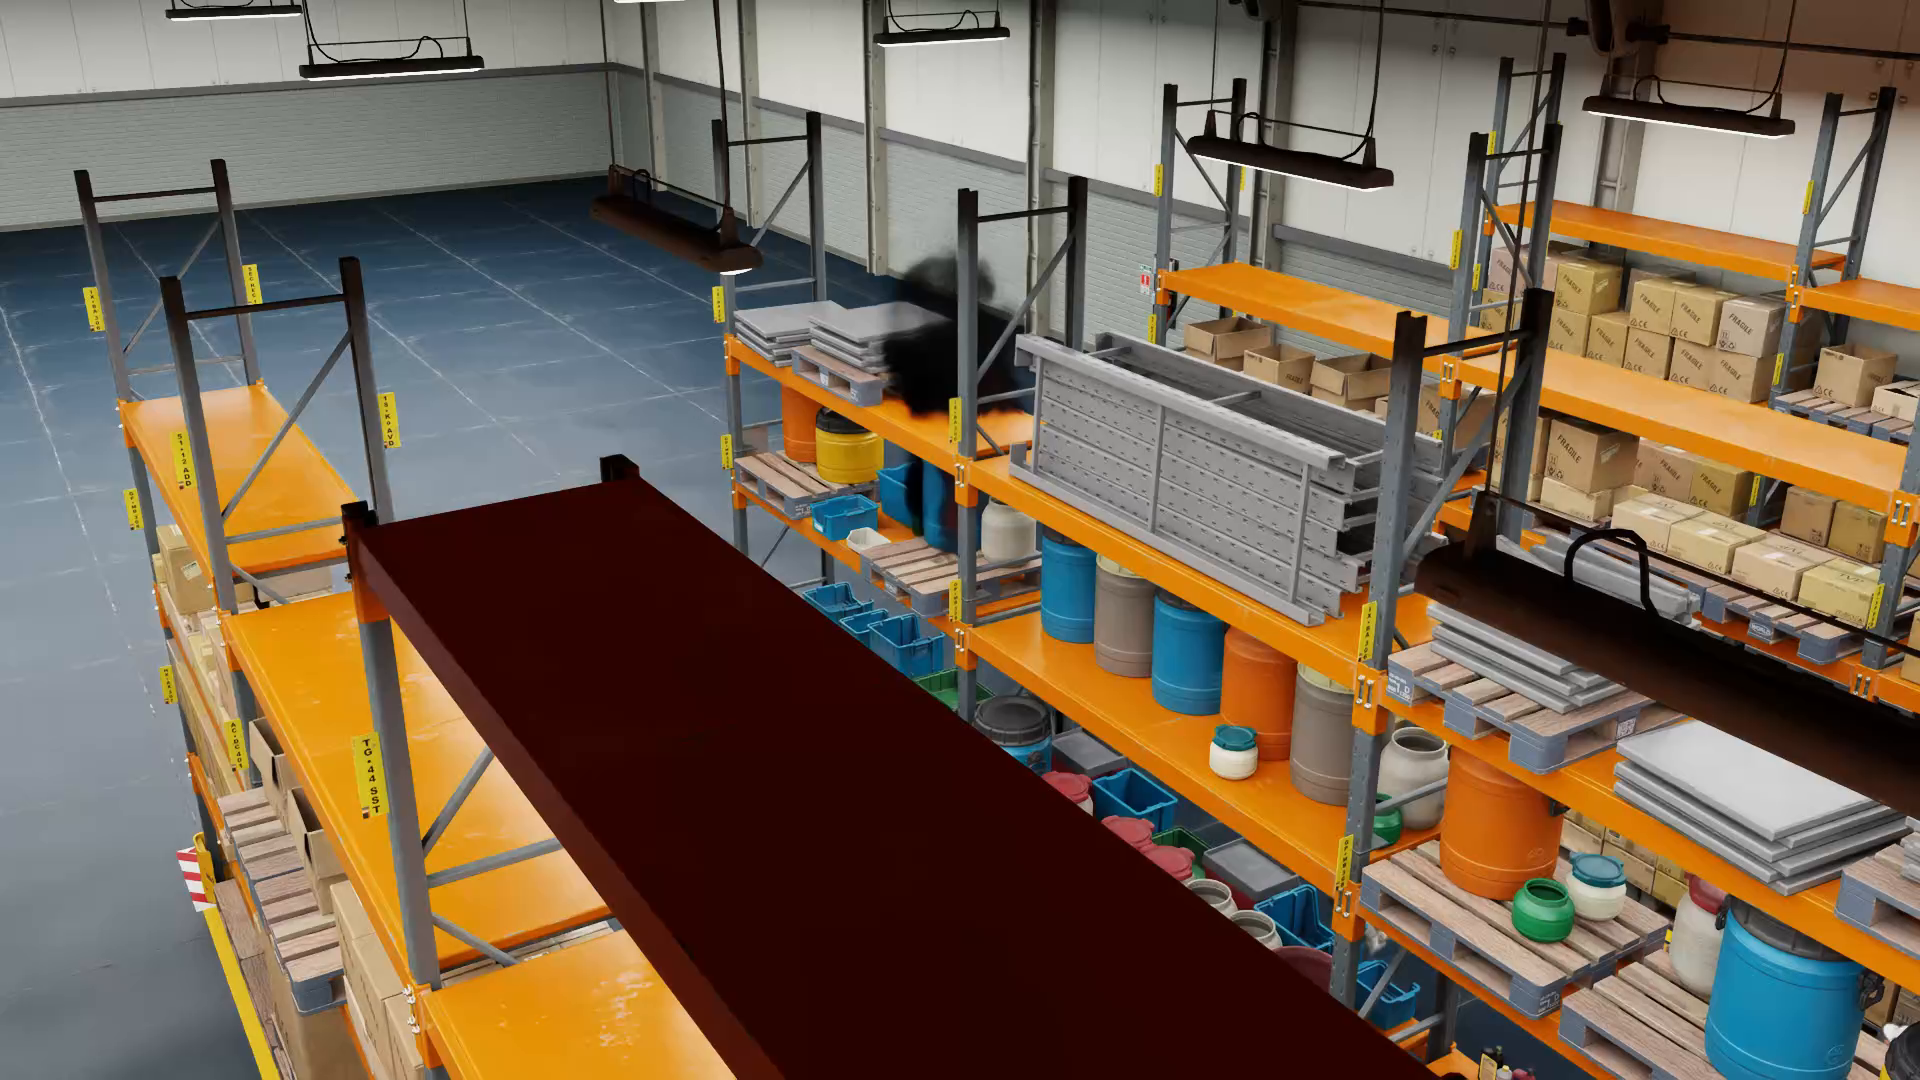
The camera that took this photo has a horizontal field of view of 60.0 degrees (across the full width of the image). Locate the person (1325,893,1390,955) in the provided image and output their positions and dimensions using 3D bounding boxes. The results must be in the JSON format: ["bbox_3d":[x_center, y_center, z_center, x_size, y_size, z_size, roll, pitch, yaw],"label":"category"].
[{"bbox_3d":[3.073,2.470,12.718,0.566,1.591,0.550,-17,27,-36],"label":"person"}]

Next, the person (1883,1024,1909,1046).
[{"bbox_3d":[5.627,3.673,9.924,0.638,1.733,0.643,19,29,39],"label":"person"}]

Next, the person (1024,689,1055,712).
[{"bbox_3d":[0.809,1.291,15.305,0.510,1.600,0.639,-13,25,-30],"label":"person"}]
